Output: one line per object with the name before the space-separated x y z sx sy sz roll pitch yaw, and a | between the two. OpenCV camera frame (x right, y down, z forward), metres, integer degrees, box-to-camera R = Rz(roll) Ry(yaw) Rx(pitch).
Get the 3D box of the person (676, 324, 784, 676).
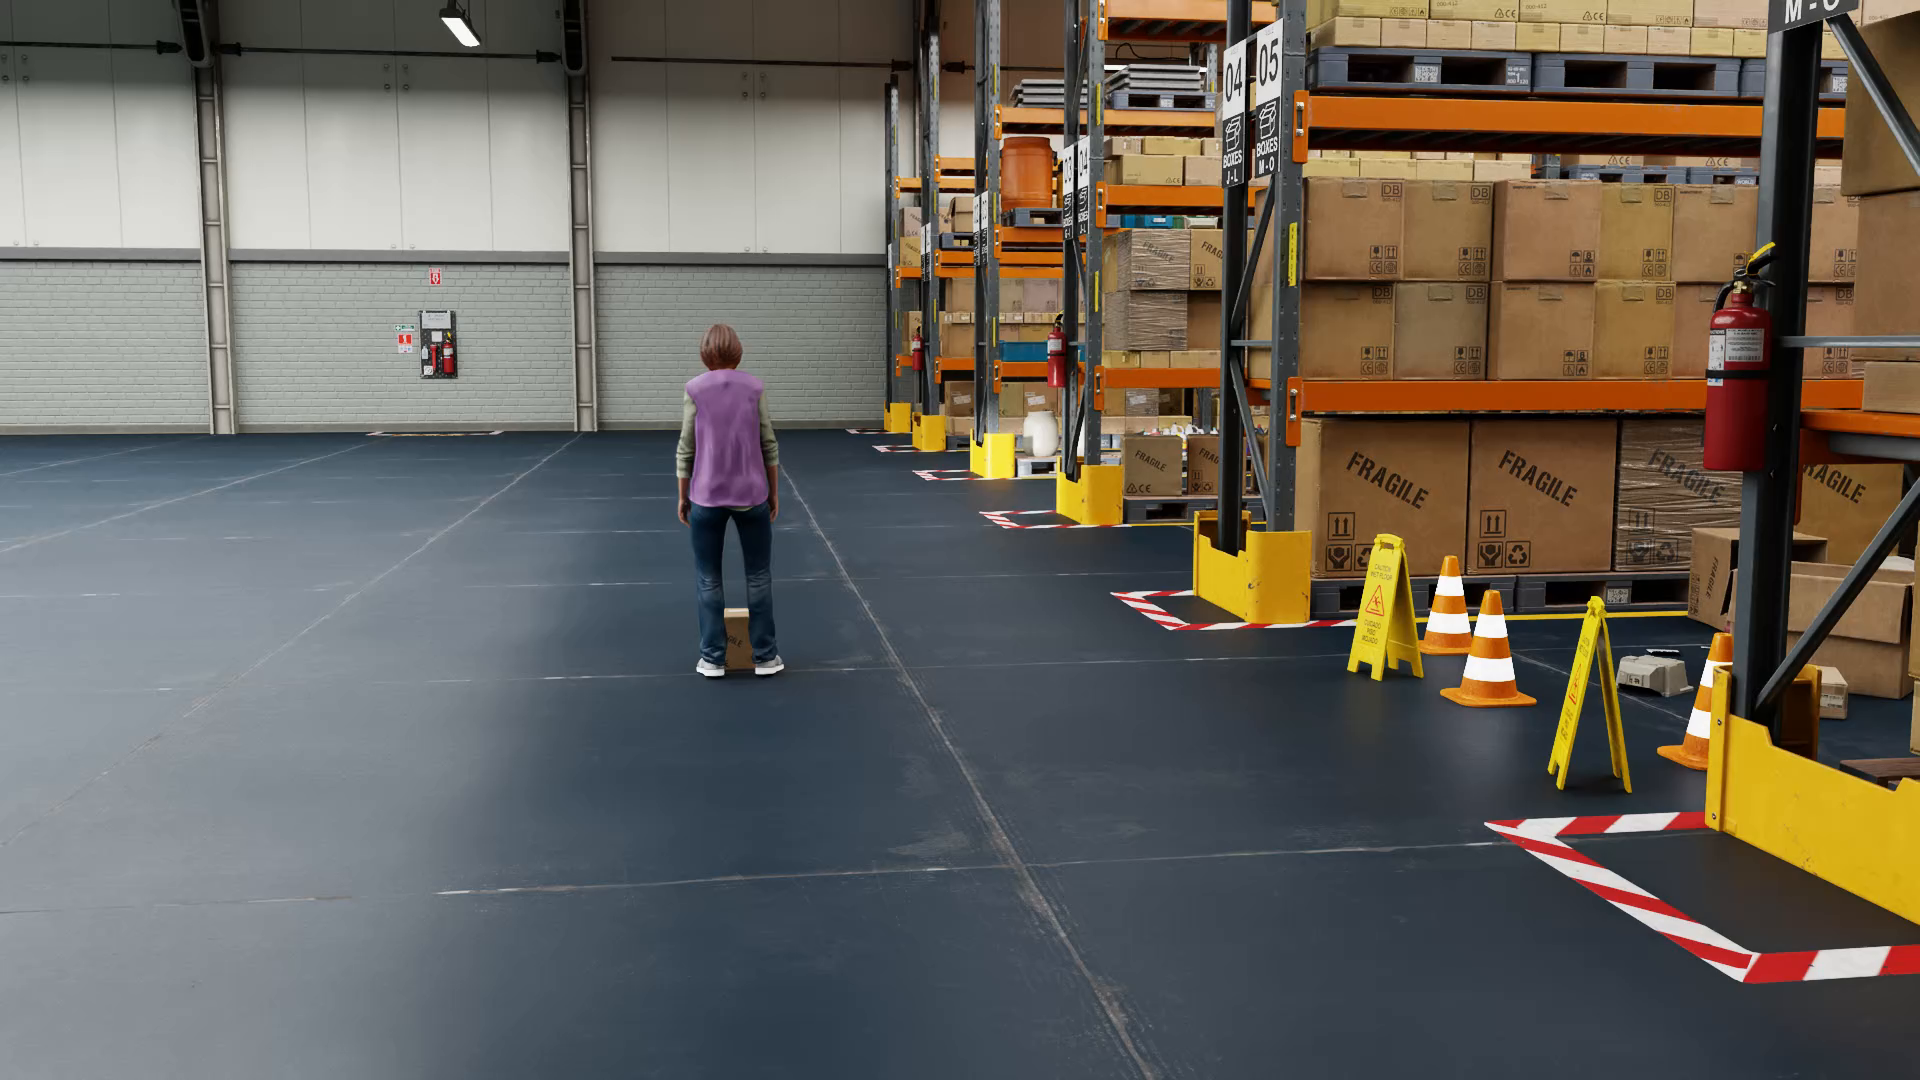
person | -1.038 -0.173 7.506 0.480 1.592 0.347 -1 7 -12
